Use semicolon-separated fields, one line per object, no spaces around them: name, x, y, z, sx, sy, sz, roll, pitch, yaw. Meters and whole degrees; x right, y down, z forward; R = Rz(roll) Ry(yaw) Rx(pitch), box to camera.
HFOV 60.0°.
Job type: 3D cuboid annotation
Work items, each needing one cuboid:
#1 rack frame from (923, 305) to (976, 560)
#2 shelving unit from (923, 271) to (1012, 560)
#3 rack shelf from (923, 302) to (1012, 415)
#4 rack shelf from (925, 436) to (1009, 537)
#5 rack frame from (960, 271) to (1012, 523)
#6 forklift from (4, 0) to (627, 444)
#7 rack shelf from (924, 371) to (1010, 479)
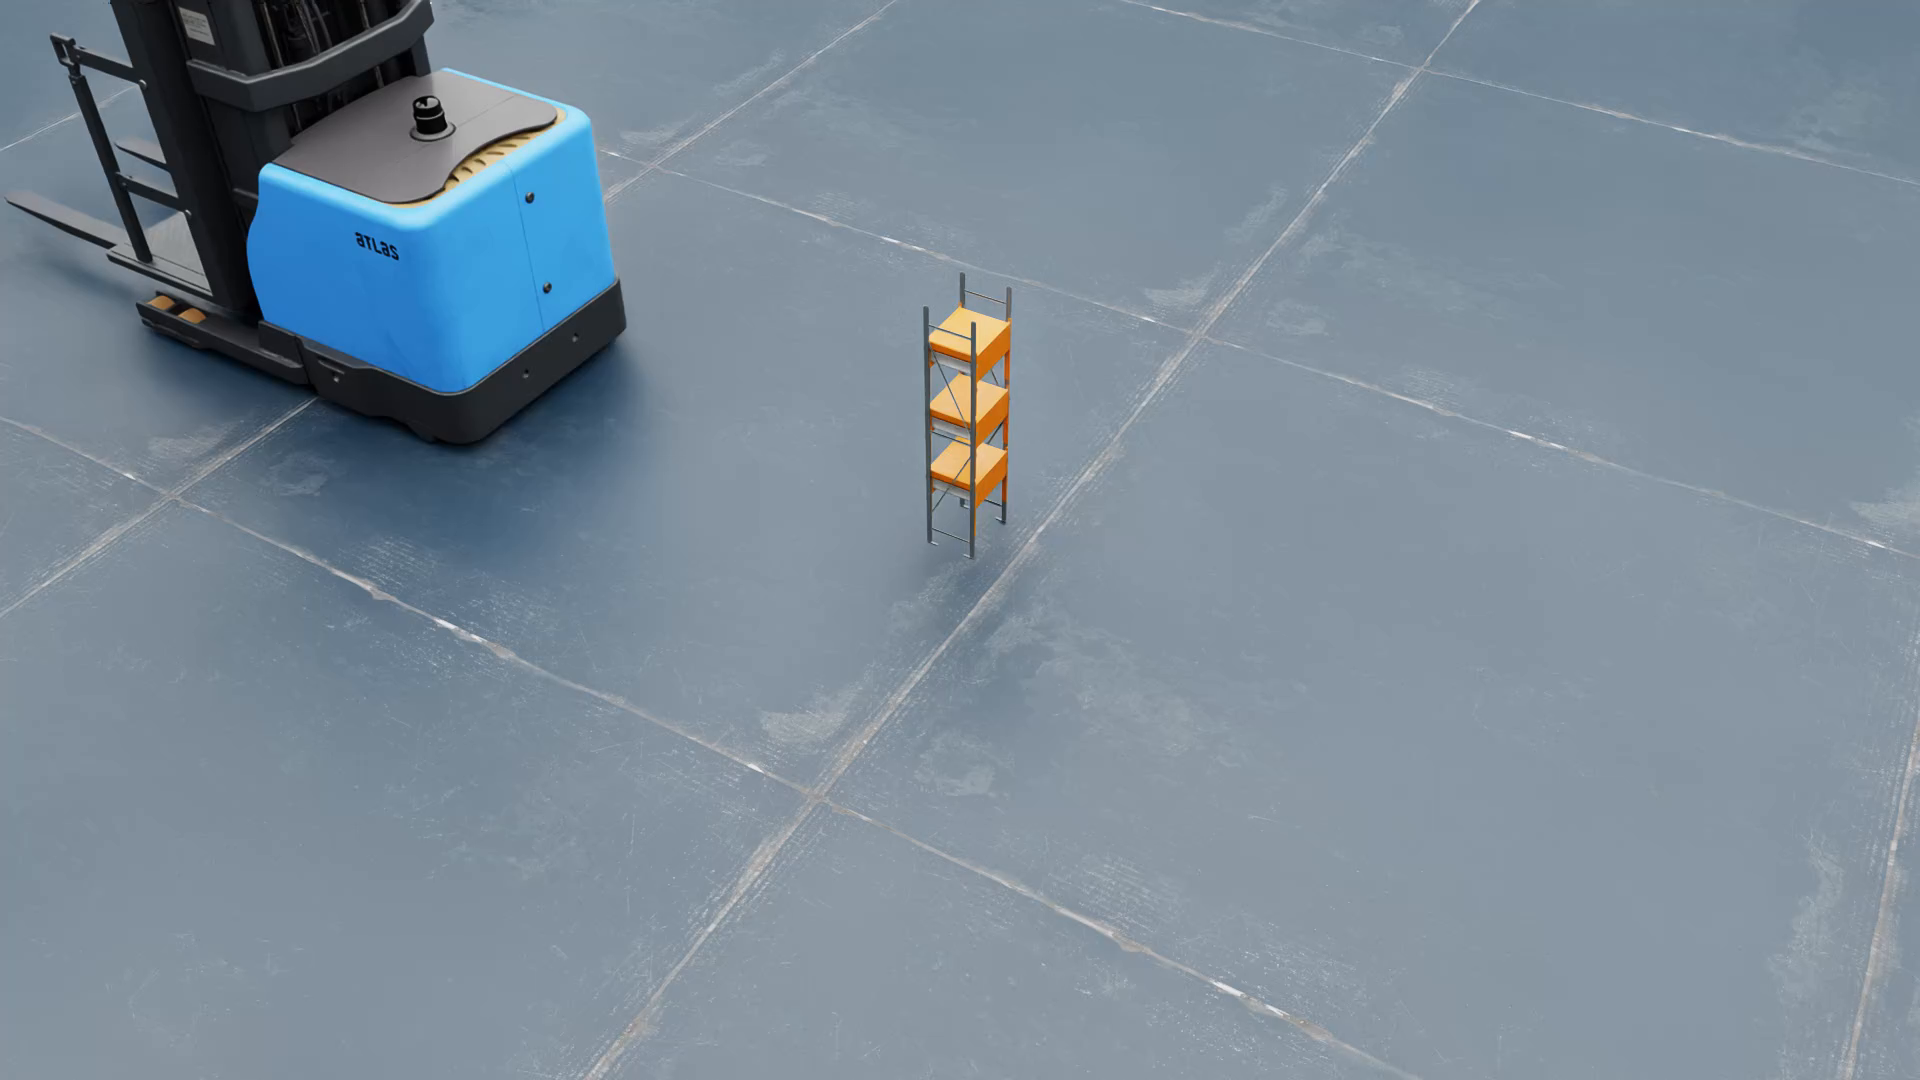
rack frame;-0.034;-0.355;5.859;0.200;1.050;0.008;21;45;22
shelving unit;0.027;-0.425;5.938;0.215;1.050;0.252;21;45;22
rack shelf;0.027;-0.630;5.757;0.215;0.259;0.240;21;45;22
rack shelf;0.027;-0.208;6.128;0.215;0.259;0.240;21;45;22
rack frame;0.088;-0.494;6.017;0.200;1.050;0.008;21;45;22
forklift;-2.973;-2.209;6.540;3.031;2.935;1.130;21;46;23
rack shelf;0.027;-0.417;5.945;0.215;0.259;0.240;21;45;22
